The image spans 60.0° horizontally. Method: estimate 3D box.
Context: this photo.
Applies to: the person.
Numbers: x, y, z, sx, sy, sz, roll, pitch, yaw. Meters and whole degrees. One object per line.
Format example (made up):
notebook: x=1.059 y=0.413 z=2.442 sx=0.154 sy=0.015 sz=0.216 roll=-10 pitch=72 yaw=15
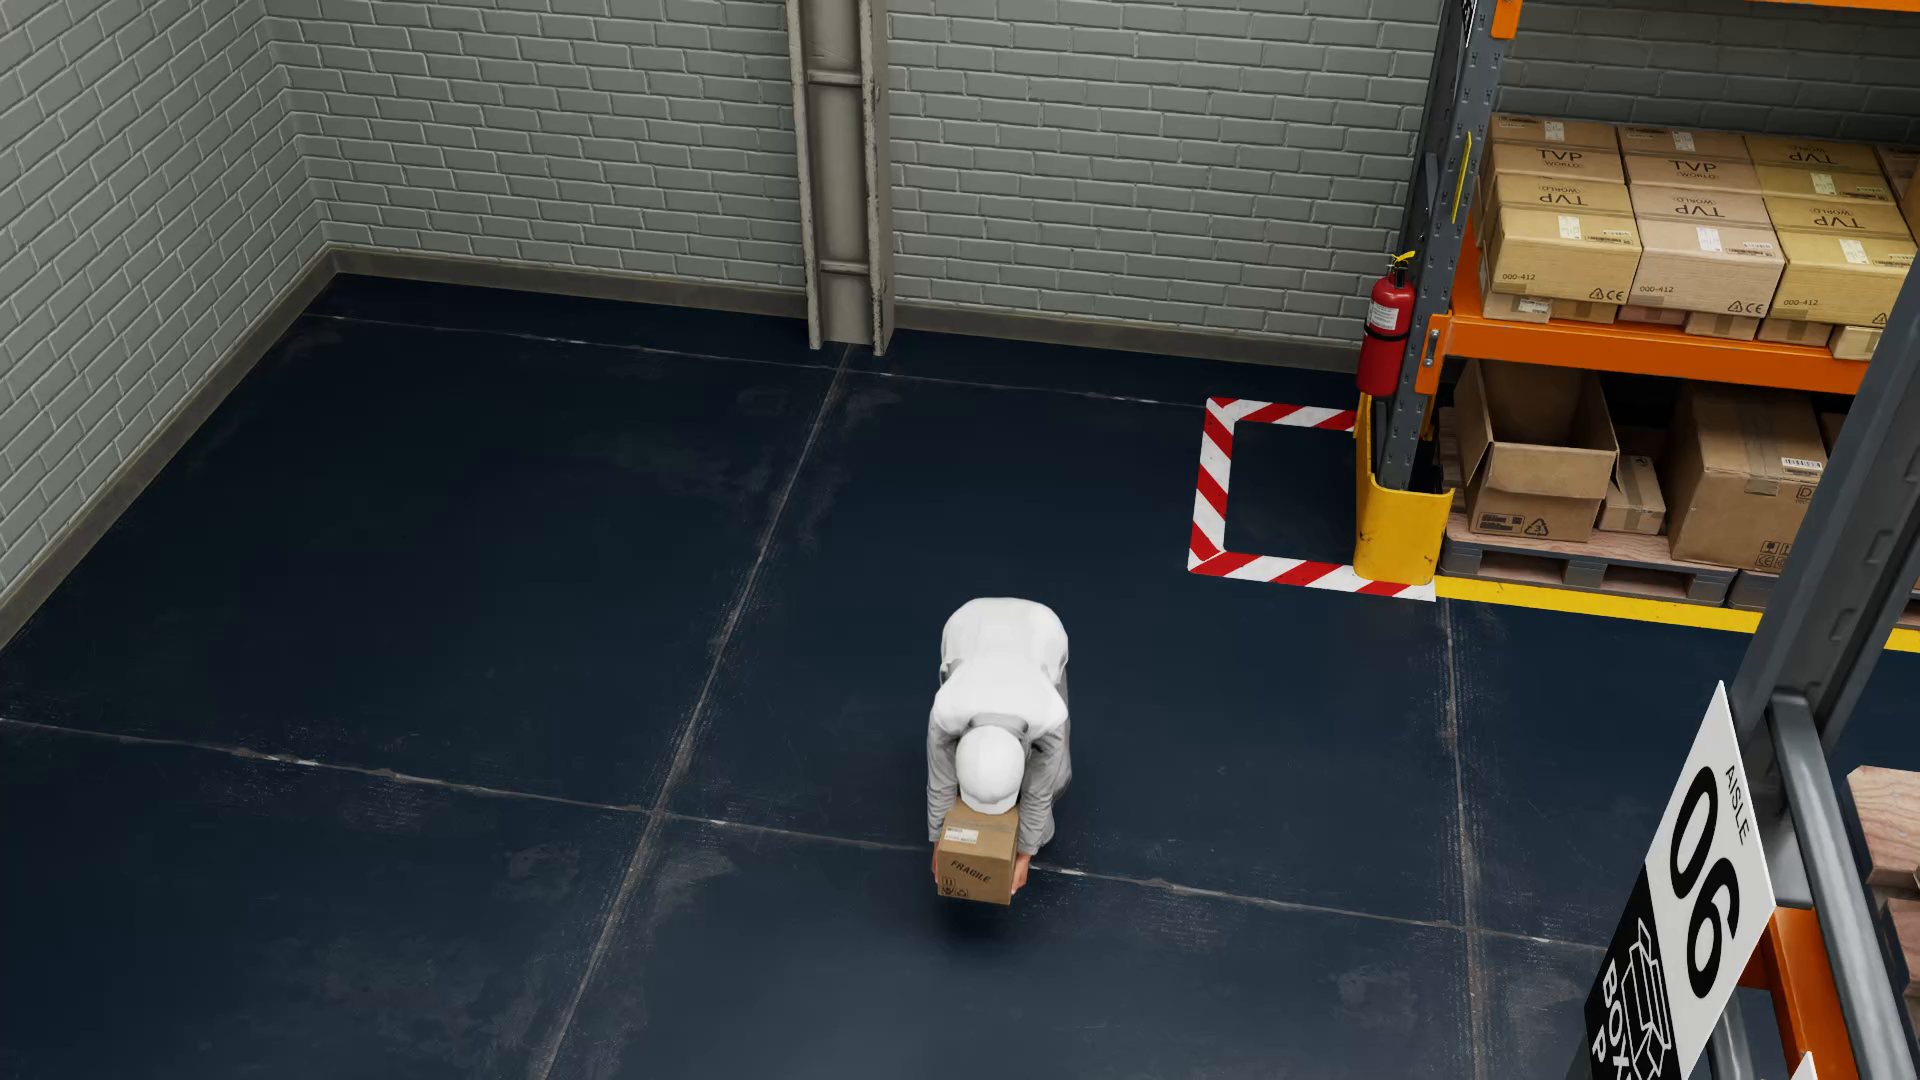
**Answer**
person: x=0.139 y=0.770 z=5.816 sx=0.508 sy=1.012 sz=0.997 roll=5 pitch=41 yaw=6
